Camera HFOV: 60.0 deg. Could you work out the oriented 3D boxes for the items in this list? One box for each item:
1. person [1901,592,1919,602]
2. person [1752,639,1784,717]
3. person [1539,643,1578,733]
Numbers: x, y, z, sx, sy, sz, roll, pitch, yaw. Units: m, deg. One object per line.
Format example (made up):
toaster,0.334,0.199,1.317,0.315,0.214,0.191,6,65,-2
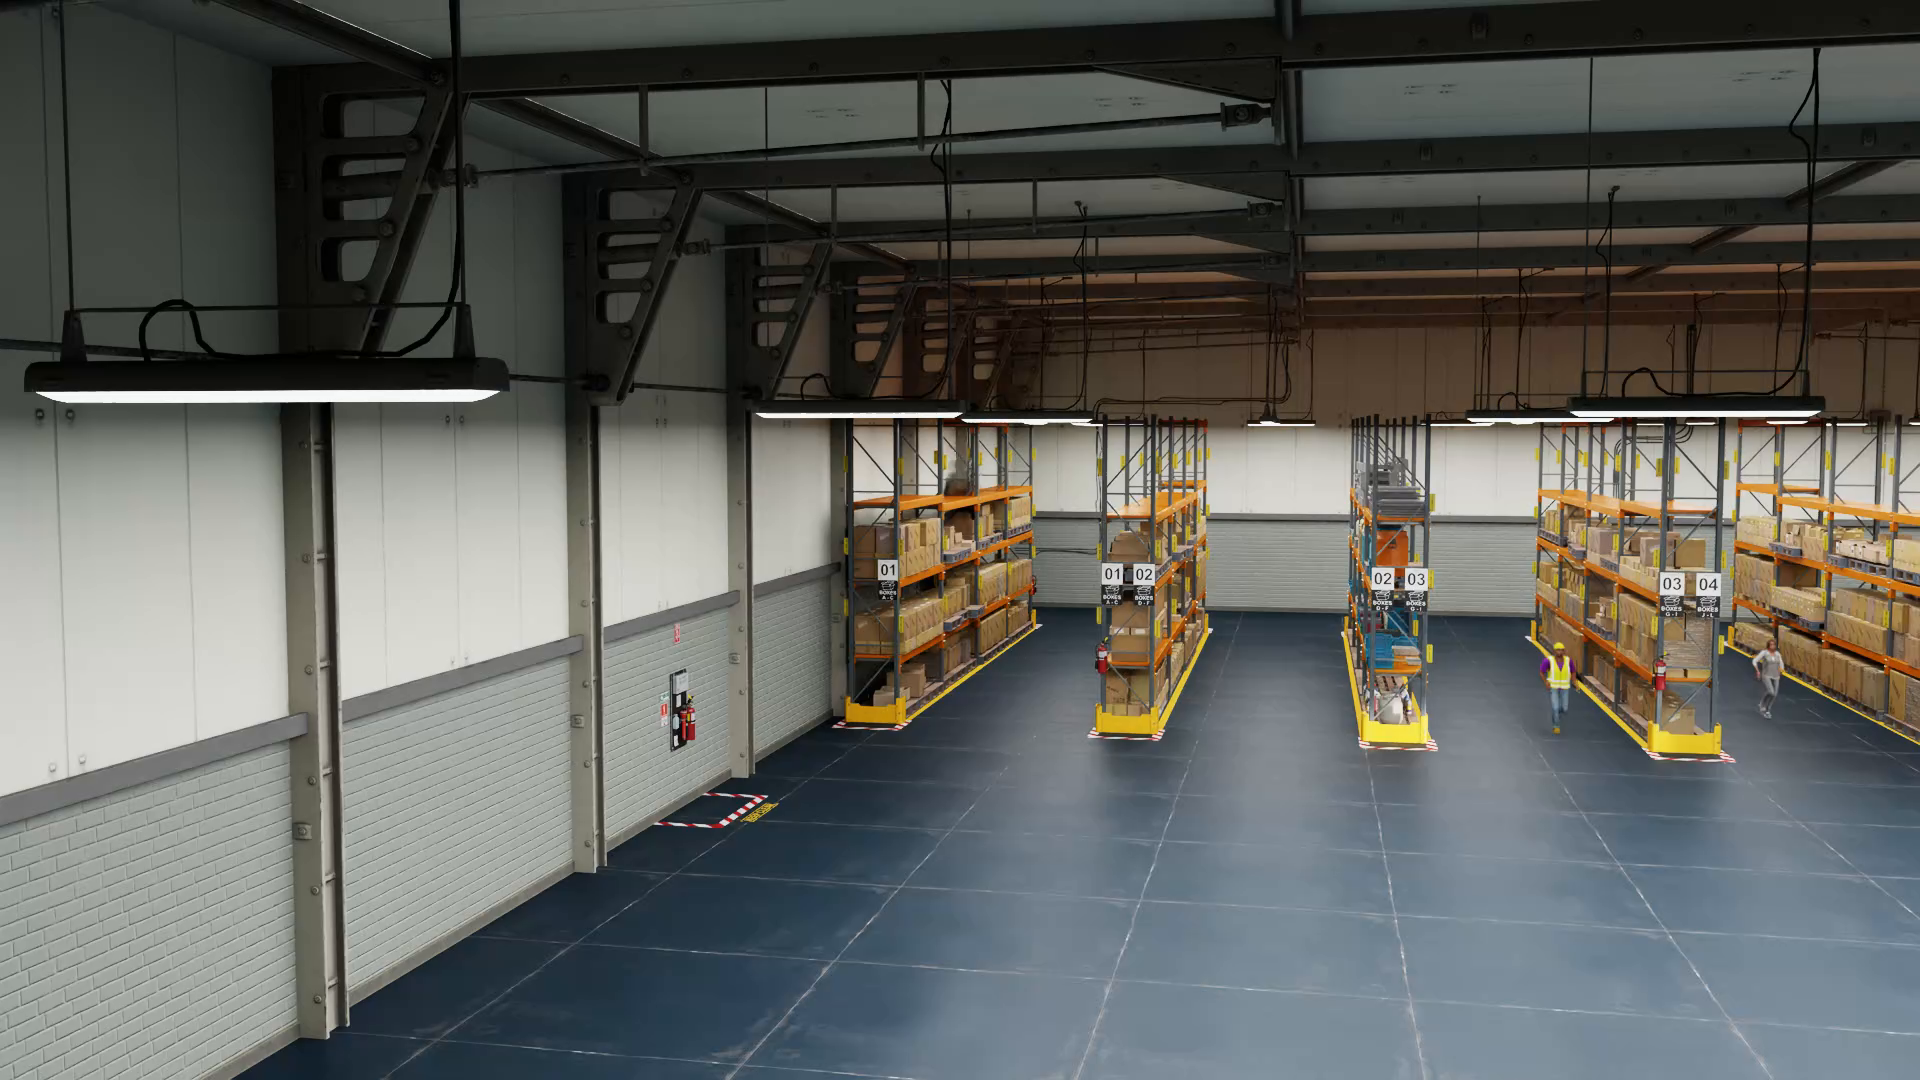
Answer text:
person,25.355,1.902,44.499,0.690,1.765,0.773,2,4,26
person,16.021,2.744,32.864,0.522,1.564,0.591,0,4,0
person,11.294,2.777,31.470,0.682,1.712,0.623,0,4,5
